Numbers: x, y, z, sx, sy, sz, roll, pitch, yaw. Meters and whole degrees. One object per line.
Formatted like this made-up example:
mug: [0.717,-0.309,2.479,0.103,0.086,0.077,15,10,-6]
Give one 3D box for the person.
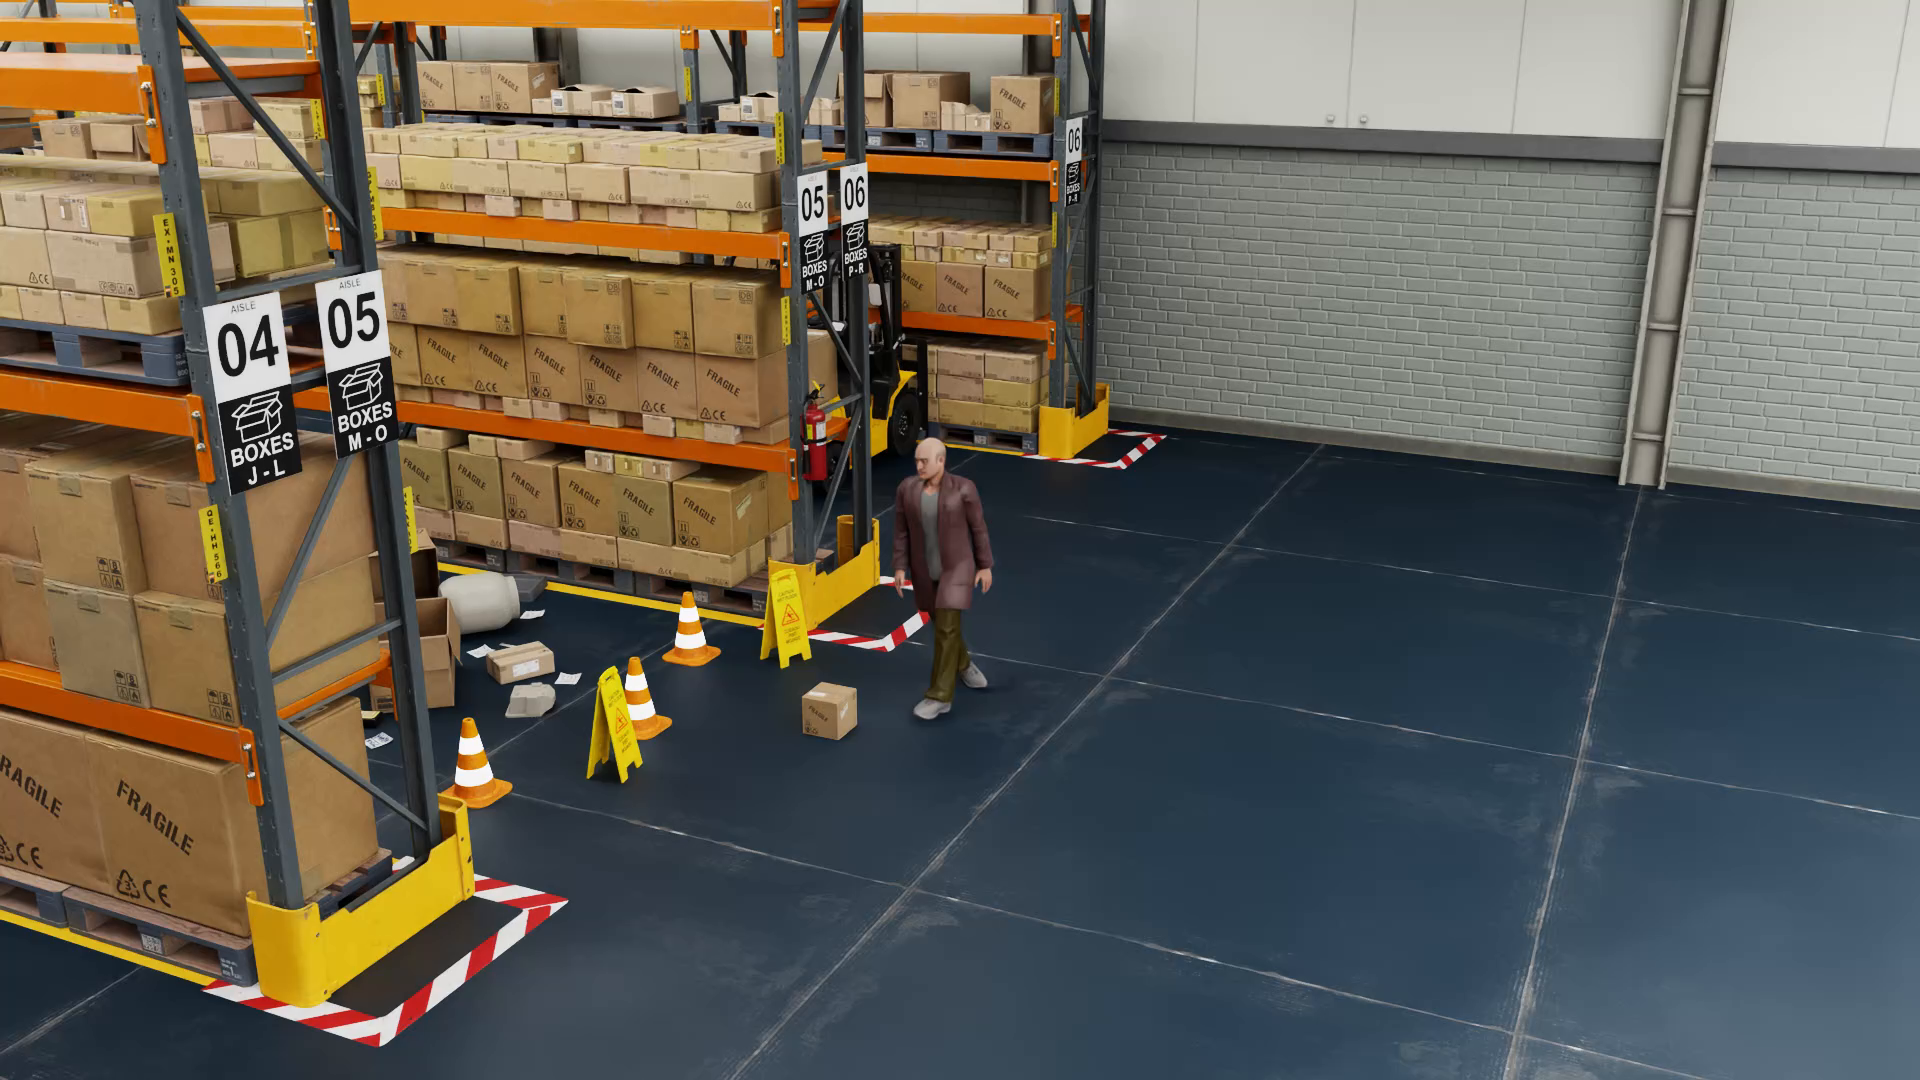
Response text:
person: [-0.247,0.208,10.486,0.633,1.749,0.890,6,20,16]
